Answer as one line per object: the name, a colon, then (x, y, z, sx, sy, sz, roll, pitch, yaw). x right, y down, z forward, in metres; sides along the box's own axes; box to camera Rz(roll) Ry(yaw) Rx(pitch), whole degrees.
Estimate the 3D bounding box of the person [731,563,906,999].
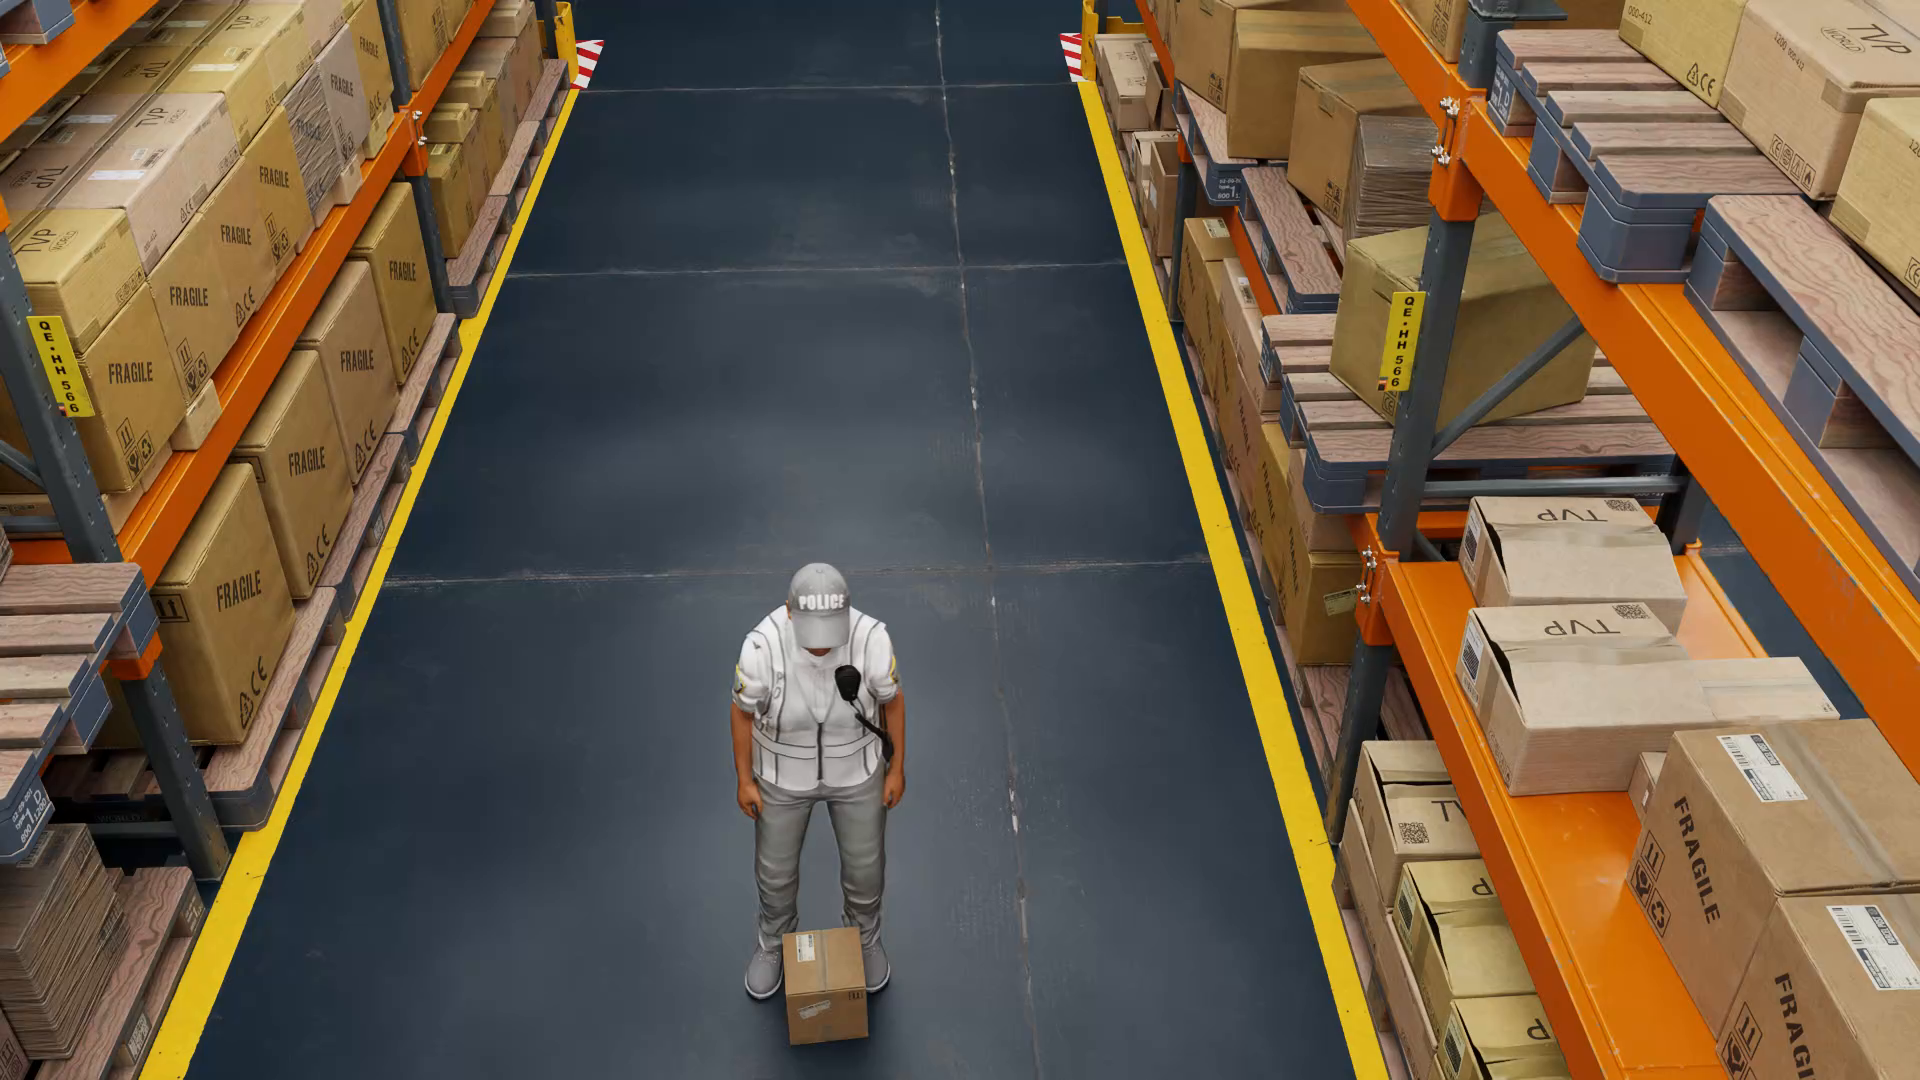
person: (-0.440, 0.731, 5.114, 0.561, 1.665, 0.471, -4, 36, -5)
